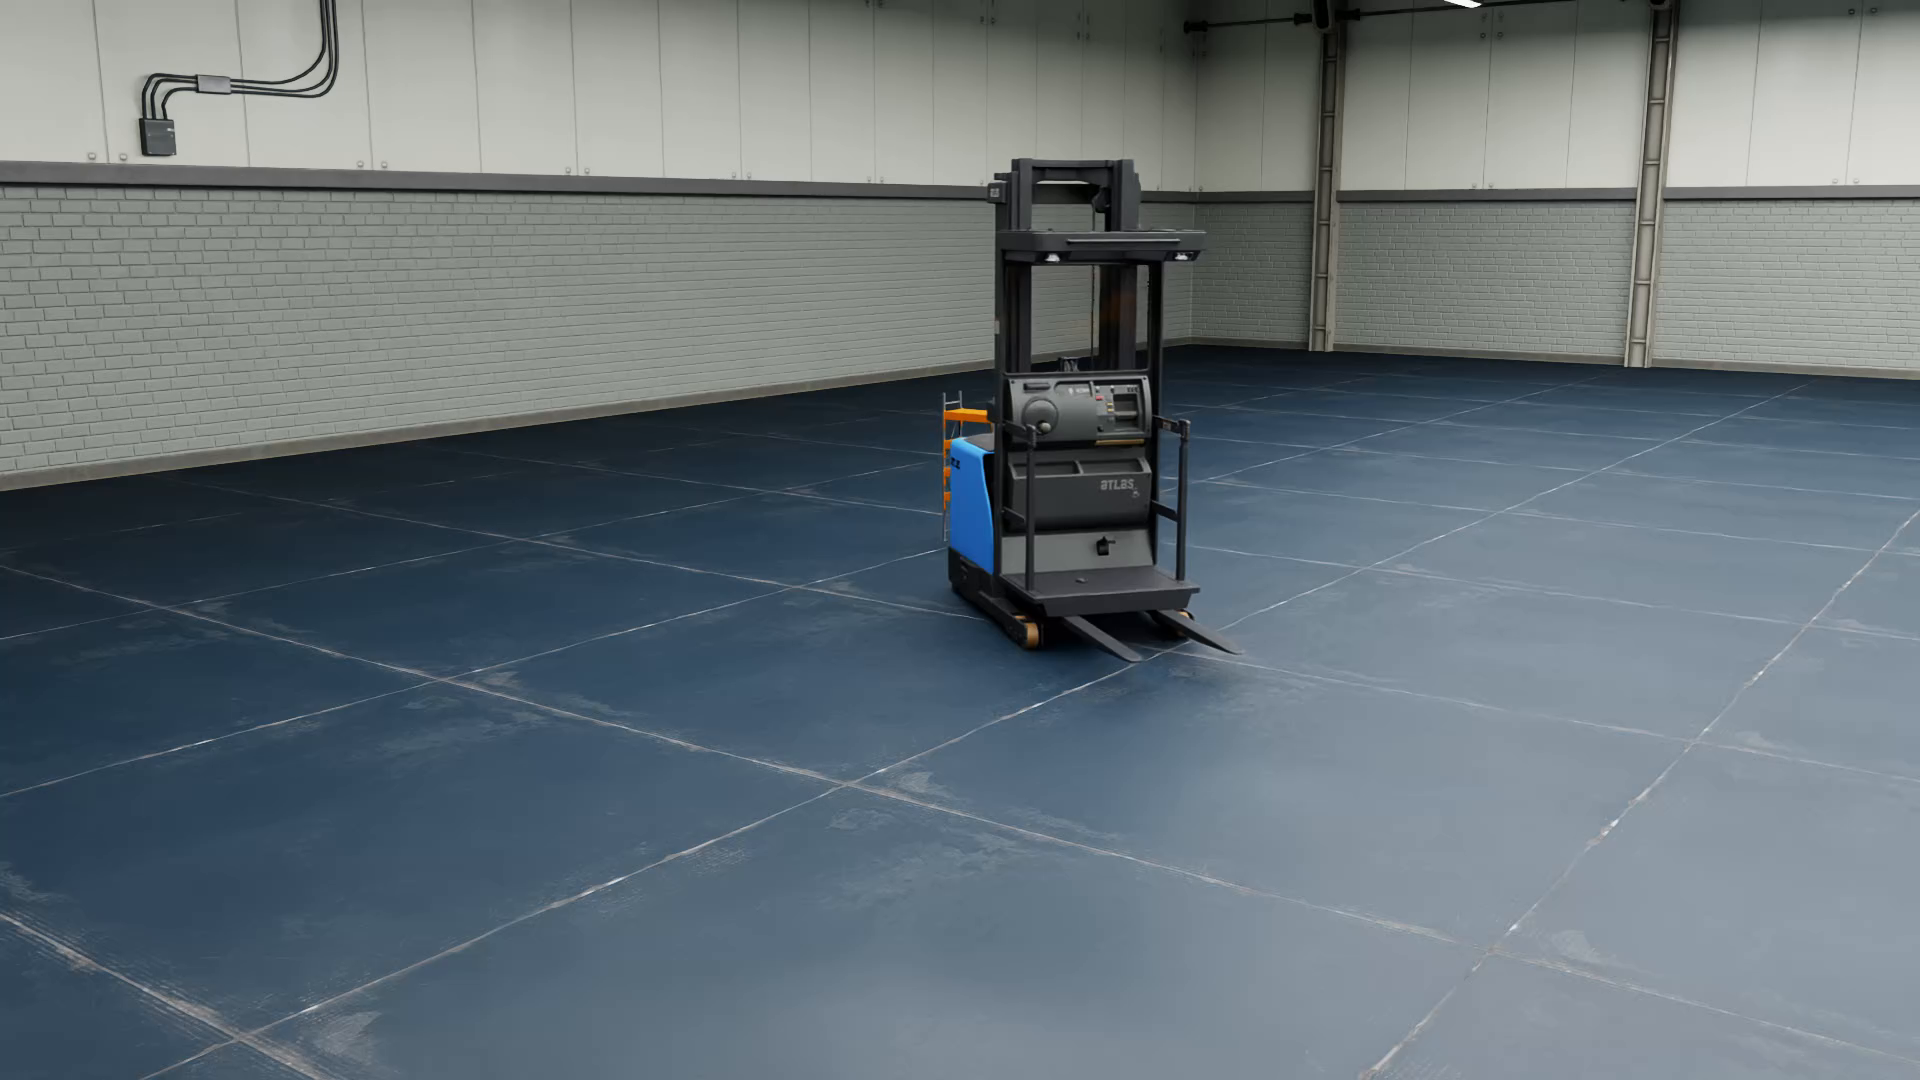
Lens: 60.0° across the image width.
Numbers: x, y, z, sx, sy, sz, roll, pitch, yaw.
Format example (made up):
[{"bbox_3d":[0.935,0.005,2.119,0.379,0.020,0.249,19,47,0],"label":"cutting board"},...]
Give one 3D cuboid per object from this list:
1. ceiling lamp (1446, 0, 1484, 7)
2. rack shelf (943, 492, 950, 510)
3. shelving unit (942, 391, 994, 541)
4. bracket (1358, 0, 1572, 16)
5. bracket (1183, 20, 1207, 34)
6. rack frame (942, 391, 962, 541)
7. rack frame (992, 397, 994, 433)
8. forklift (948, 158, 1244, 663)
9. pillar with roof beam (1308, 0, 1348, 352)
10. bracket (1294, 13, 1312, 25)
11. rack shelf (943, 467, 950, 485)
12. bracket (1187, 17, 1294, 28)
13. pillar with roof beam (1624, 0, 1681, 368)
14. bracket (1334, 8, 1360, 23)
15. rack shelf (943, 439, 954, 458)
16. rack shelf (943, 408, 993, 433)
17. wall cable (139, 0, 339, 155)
[{"bbox_3d":[7.308,-9.826,25.261,0.800,3.185,2.000,8,13,36],"label":"ceiling lamp"},{"bbox_3d":[0.133,-0.309,13.370,0.480,0.148,0.258,8,13,36],"label":"rack shelf"},{"bbox_3d":[0.133,-0.570,13.320,0.503,1.200,0.258,8,13,36],"label":"shelving unit"},{"bbox_3d":[9.331,-9.531,29.625,4.783,0.066,0.076,8,13,36],"label":"bracket"},{"bbox_3d":[4.675,-10.180,32.982,0.430,0.232,0.235,8,13,36],"label":"bracket"},{"bbox_3d":[-0.063,-0.598,13.461,0.015,1.200,0.240,8,13,36],"label":"rack frame"},{"bbox_3d":[0.330,-0.543,13.178,0.015,1.200,0.240,8,13,36],"label":"rack frame"},{"bbox_3d":[0.821,-0.859,10.251,1.130,2.935,3.031,-3,11,-16],"label":"forklift"},{"bbox_3d":[4.582,-7.495,28.580,0.548,9.000,9.100,8,13,36],"label":"pillar with roof beam"},{"bbox_3d":[6.585,-9.914,31.605,0.430,0.232,0.235,8,13,36],"label":"bracket"},{"bbox_3d":[0.133,-0.504,13.332,0.480,0.148,0.258,8,13,36],"label":"rack shelf"},{"bbox_3d":[5.151,-10.114,32.639,3.189,0.066,0.076,8,13,36],"label":"bracket"},{"bbox_3d":[9.418,-6.820,25.093,0.548,9.000,9.100,8,13,36],"label":"pillar with roof beam"},{"bbox_3d":[7.254,-9.820,31.122,0.430,0.232,0.235,8,13,36],"label":"bracket"},{"bbox_3d":[0.133,-0.724,13.290,0.480,0.148,0.258,8,13,36],"label":"rack shelf"},{"bbox_3d":[0.133,-0.956,13.245,0.480,0.148,0.258,8,13,36],"label":"rack shelf"},{"bbox_3d":[-7.475,-6.987,16.998,0.169,6.003,2.305,8,13,36],"label":"wall cable"}]
